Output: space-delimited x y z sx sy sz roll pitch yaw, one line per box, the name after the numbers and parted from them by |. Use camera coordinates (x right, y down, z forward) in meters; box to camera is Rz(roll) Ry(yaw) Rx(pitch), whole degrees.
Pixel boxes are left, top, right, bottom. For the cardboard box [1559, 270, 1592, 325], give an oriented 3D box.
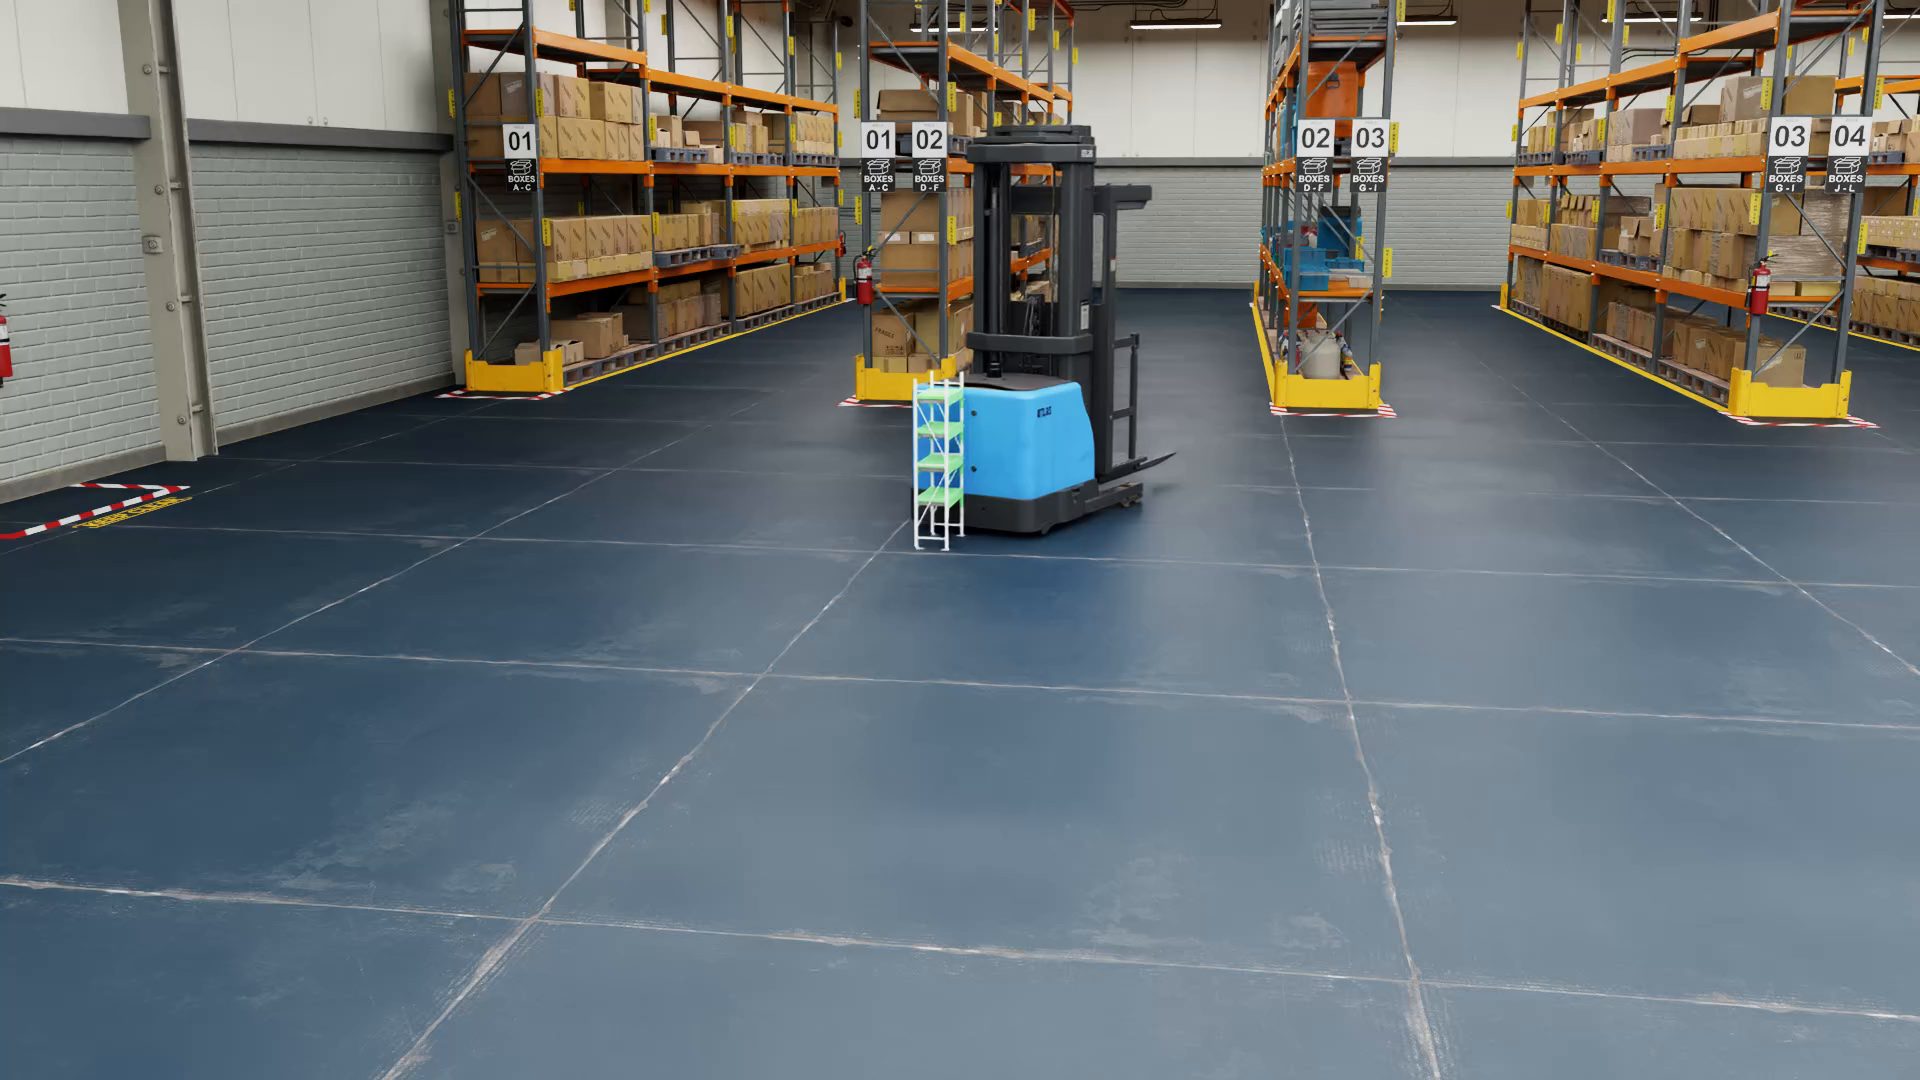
10.646 -3.996 27.464 1.225 0.875 0.875 2 12 9 | cardboard box

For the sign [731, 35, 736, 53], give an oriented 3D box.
-4.238 -9.305 31.219 0.100 0.325 0.005 2 12 9 | sign

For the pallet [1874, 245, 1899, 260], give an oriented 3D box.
15.524 -4.639 26.856 1.003 0.211 1.213 2 12 9 | pallet

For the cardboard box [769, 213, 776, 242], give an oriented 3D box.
-3.670 -5.705 30.353 0.500 0.500 0.500 2 12 9 | cardboard box

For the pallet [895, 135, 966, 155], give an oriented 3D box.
-0.509 -4.727 19.899 1.003 0.211 1.213 2 12 9 | pallet

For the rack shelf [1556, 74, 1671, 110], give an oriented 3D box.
10.682 -7.303 27.179 1.077 0.370 4.000 2 12 9 | rack shelf

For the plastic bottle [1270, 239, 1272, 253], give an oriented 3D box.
5.470 -5.109 28.874 0.152 0.276 0.135 2 12 9 | plastic bottle

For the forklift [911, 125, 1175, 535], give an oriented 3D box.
0.816 -1.736 13.093 1.130 2.935 3.031 7 14 30 | forklift

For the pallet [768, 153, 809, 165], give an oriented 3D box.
-3.557 -7.409 32.341 1.003 0.211 1.213 2 12 9 | pallet

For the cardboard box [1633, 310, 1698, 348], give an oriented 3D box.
10.053 -3.004 23.702 0.700 0.500 0.500 1 12 4 | cardboard box

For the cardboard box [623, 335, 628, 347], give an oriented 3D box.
-4.976 -2.868 23.862 0.380 0.166 0.250 0 12 1 | cardboard box

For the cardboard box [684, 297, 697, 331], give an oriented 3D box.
-4.610 -3.617 26.544 0.700 0.500 0.500 2 12 8 | cardboard box

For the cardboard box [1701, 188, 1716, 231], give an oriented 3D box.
9.220 -3.954 19.903 0.500 0.500 0.500 2 12 9 | cardboard box

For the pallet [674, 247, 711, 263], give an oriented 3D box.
-4.573 -4.476 26.097 1.003 0.211 1.213 2 12 9 | pallet

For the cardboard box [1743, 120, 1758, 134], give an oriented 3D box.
8.968 -4.603 18.521 0.380 0.149 0.250 1 12 6 | cardboard box

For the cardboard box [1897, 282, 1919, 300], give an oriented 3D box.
15.173 -3.926 26.247 0.500 0.250 0.500 2 12 9 | cardboard box

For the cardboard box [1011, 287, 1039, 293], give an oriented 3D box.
1.096 -4.115 28.858 0.500 0.500 0.500 2 12 8 | cardboard box

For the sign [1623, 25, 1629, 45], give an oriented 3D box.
11.528 -8.747 28.816 0.100 0.325 0.005 2 12 9 | sign

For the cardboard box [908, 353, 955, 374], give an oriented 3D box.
-0.341 -2.123 20.257 0.500 0.250 0.500 2 12 9 | cardboard box

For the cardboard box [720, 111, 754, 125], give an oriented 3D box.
-4.028 -7.618 30.041 0.500 0.250 0.500 1 12 7 | cardboard box

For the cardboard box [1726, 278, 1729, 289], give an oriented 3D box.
9.144 -2.987 19.331 0.380 0.149 0.250 2 12 9 | cardboard box

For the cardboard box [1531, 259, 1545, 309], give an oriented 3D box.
11.309 -4.823 31.299 0.875 0.875 0.875 2 12 9 | cardboard box

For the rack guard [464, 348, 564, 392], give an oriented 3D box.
-5.527 -2.111 20.604 1.175 0.500 0.348 2 12 9 | rack guard

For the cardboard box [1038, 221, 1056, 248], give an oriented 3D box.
1.550 -5.802 31.558 0.500 0.500 0.500 2 12 10 | cardboard box

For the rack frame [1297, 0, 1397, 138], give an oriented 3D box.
4.250 -5.929 18.146 1.000 3.000 0.127 2 12 9 | rack frame

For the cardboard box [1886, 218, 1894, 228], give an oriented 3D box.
15.084 -5.079 26.628 0.380 0.149 0.250 2 12 11 | cardboard box

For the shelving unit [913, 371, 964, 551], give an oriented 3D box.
-0.147 -0.567 11.777 0.258 1.200 0.503 3 12 12 | shelving unit

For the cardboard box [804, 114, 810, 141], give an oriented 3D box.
-3.234 -8.076 32.569 0.500 0.500 0.500 2 12 7 | cardboard box

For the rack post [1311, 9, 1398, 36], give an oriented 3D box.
4.492 -5.838 18.910 0.937 0.300 0.954 3 13 15 | rack post

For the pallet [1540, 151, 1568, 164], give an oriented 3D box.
11.126 -6.927 30.107 1.003 0.211 1.213 2 12 9 | pallet

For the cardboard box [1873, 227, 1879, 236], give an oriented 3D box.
15.163 -5.040 27.153 0.380 0.149 0.250 2 12 8 | cardboard box

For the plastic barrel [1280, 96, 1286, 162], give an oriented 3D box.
4.830 -5.790 23.429 0.600 0.901 0.600 0 12 0 | plastic barrel

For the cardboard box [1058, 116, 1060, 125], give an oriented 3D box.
1.623 -8.176 33.081 0.700 0.500 0.500 2 12 9 | cardboard box

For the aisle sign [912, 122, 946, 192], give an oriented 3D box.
-0.351 -4.405 19.143 0.394 0.787 0.004 2 12 9 | aisle sign

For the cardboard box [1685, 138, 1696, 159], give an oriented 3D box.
9.361 -4.866 20.689 0.500 0.250 0.500 2 12 8 | cardboard box

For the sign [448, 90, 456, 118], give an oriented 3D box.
-6.084 -5.239 19.961 0.100 0.325 0.005 2 12 9 | sign

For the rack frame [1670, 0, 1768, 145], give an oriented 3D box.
9.759 -6.601 21.265 1.000 3.000 0.127 2 12 9 | rack frame

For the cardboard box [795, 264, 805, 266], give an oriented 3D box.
-3.420 -5.622 34.356 0.380 0.149 0.250 2 12 9 | cardboard box

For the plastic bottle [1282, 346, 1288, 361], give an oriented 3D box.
4.099 -2.305 20.974 0.061 0.283 0.133 2 12 10 | plastic bottle

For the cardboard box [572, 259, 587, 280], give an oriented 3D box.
-5.084 -3.454 21.209 0.500 0.250 0.500 1 12 7 | cardboard box

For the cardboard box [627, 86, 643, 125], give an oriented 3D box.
-4.733 -6.051 23.173 0.500 0.500 0.500 1 12 4 | cardboard box

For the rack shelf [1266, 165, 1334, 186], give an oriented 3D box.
5.788 -6.193 28.197 1.077 0.370 4.000 2 12 9 | rack shelf

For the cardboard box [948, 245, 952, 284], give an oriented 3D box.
-0.483 -3.413 20.473 0.700 0.500 0.500 2 12 10 | cardboard box

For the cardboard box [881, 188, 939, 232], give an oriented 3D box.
-0.551 -3.949 19.879 0.700 0.500 0.500 2 12 9 | cardboard box

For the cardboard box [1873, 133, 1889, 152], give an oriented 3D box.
15.532 -6.604 27.612 0.500 0.311 0.500 2 12 8 | cardboard box

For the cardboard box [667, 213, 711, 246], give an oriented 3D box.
-4.430 -5.032 26.939 0.700 0.500 0.500 1 12 3 | cardboard box

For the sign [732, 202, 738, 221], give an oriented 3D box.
-3.771 -5.495 27.809 0.100 0.325 0.005 2 12 9 | sign

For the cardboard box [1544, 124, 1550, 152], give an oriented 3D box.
11.138 -7.380 30.527 0.700 0.500 0.500 3 12 12 | cardboard box

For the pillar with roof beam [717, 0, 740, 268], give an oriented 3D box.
-0.187 -8.783 31.386 9.100 9.000 0.400 2 12 9 | pillar with roof beam

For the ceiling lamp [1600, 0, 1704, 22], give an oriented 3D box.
14.523 -12.430 34.453 2.000 3.185 0.800 2 12 9 | ceiling lamp

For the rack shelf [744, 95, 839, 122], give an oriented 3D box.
-3.386 -8.617 33.277 1.077 0.370 4.000 2 12 9 | rack shelf

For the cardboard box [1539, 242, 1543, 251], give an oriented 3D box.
10.752 -5.339 30.244 0.380 0.149 0.250 2 12 10 | cardboard box

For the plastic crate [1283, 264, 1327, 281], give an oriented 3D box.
4.137 -3.173 19.949 0.499 0.251 0.408 2 12 9 | plastic crate
